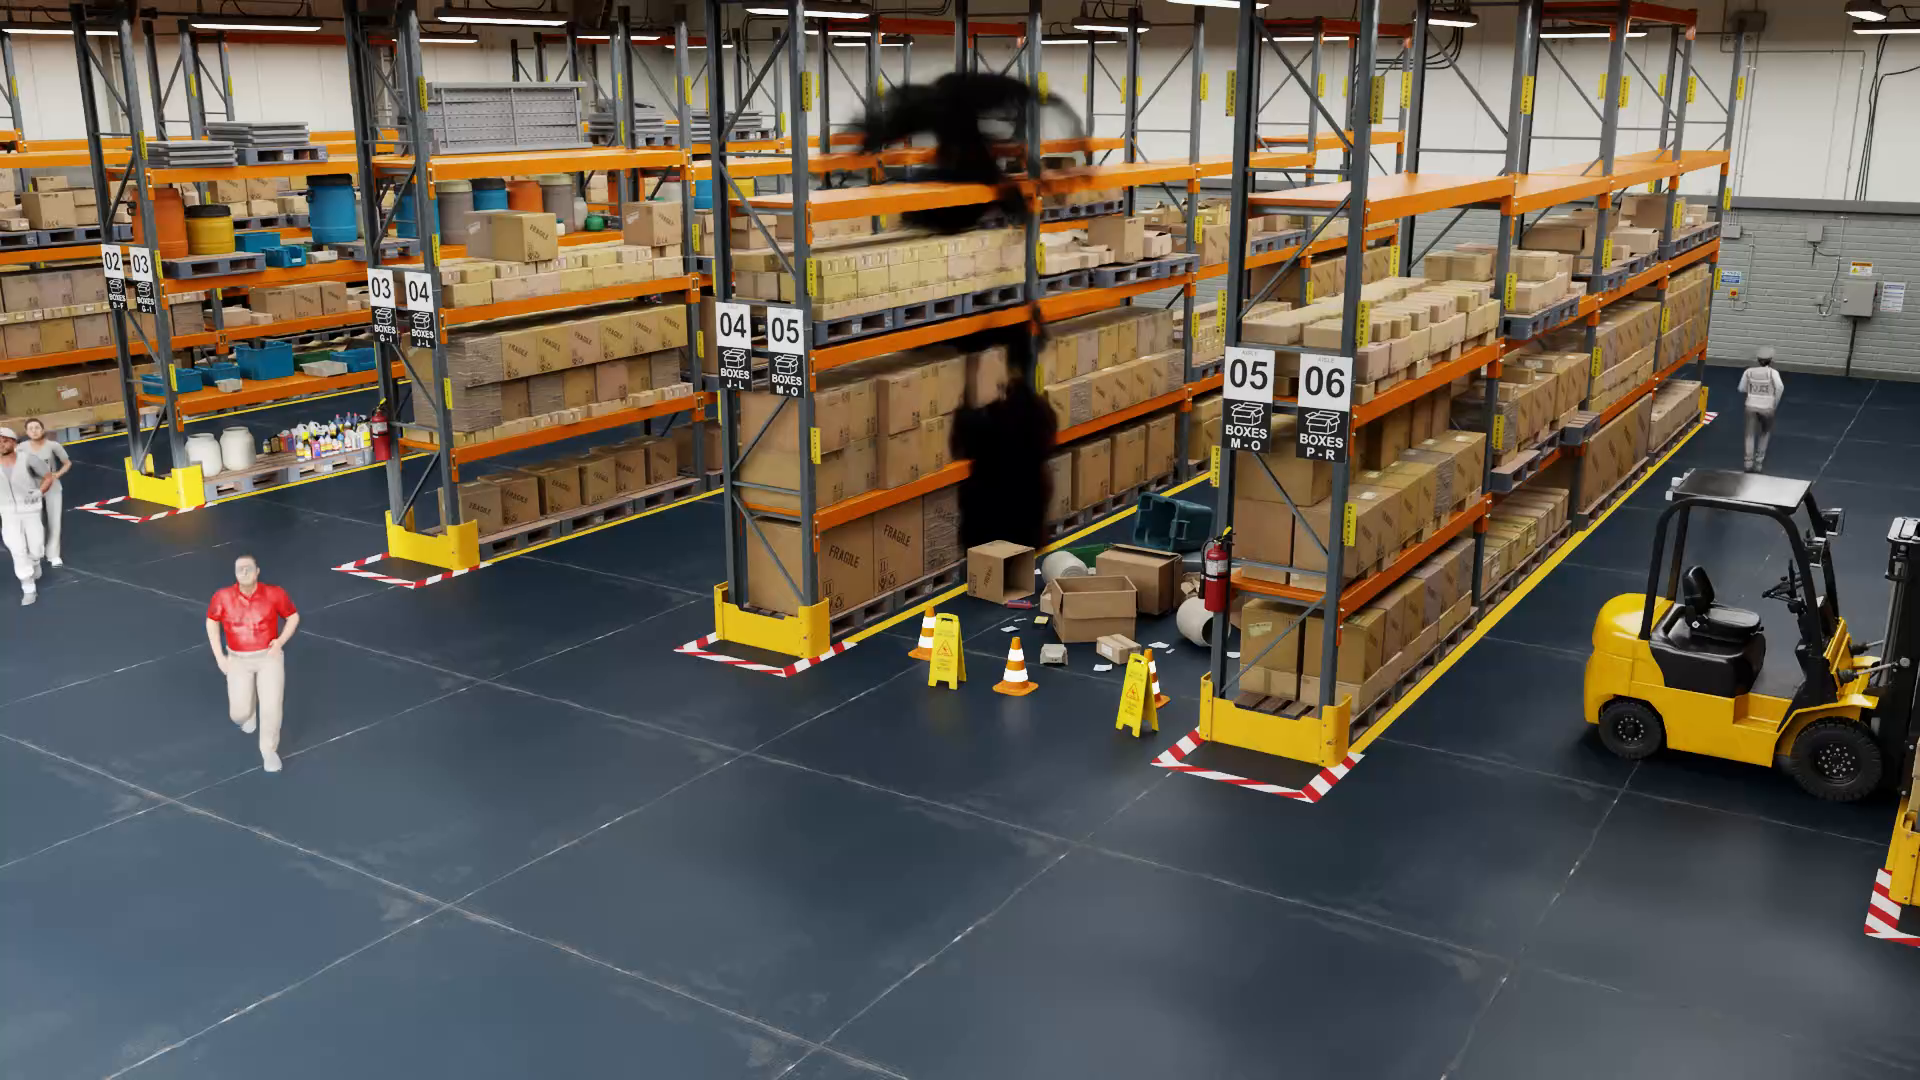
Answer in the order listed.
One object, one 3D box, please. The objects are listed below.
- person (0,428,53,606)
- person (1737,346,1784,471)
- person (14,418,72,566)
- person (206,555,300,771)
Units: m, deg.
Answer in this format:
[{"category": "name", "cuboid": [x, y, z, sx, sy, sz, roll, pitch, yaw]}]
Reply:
[{"category": "person", "cuboid": [-9.571, -0.282, 16.963, 0.646, 1.779, 0.816, -6, 16, -19]}, {"category": "person", "cuboid": [10.680, -1.703, 22.275, 0.590, 1.747, 0.768, 9, 18, 30]}, {"category": "person", "cuboid": [-9.914, -0.509, 17.990, 0.609, 1.638, 0.527, -7, 17, -24]}, {"category": "person", "cuboid": [-5.430, 0.914, 12.845, 0.667, 1.666, 0.633, -5, 16, -17]}]
